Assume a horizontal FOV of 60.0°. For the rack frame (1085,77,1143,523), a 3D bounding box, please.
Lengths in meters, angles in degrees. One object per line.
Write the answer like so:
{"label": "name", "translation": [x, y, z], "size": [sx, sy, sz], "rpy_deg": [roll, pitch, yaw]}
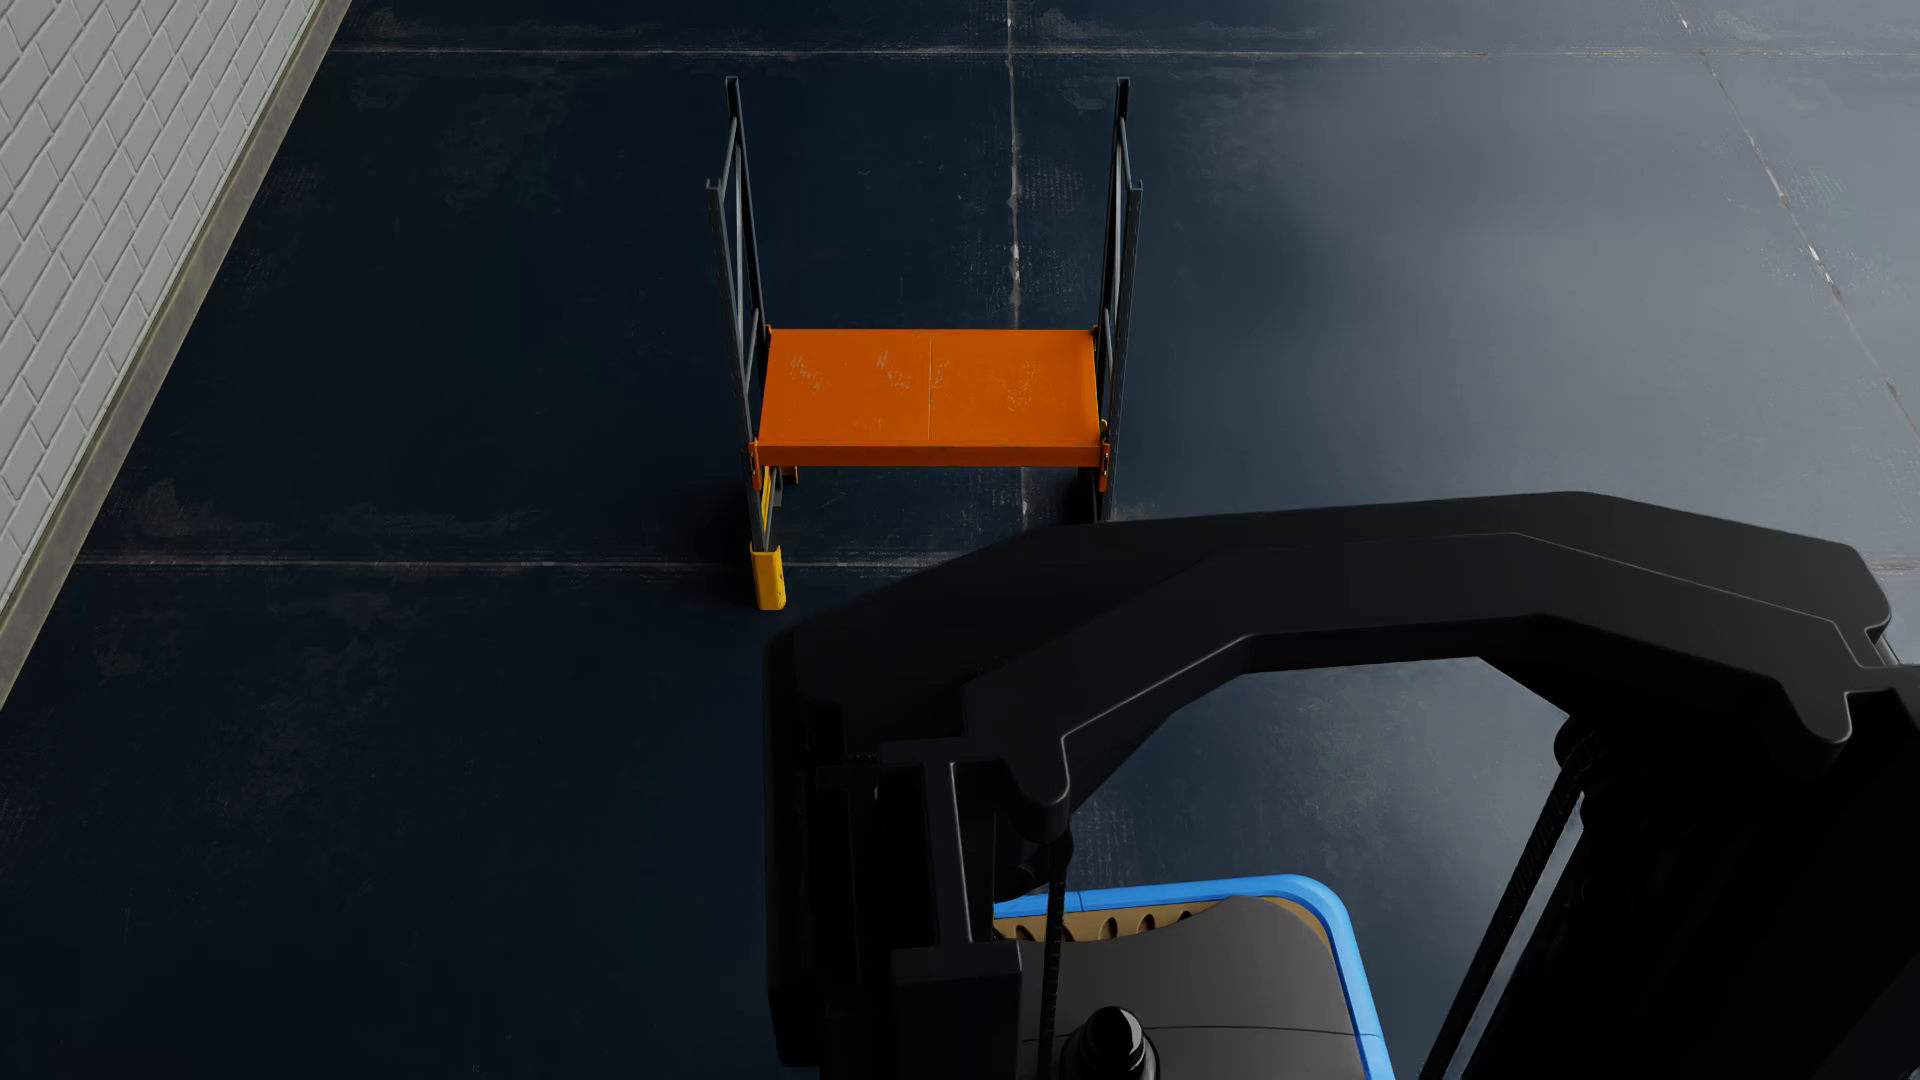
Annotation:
{"label": "rack frame", "translation": [0.423, -0.510, 4.700], "size": [0.032, 1.500, 0.500], "rpy_deg": [0, 47, 0]}

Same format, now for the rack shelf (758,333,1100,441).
{"label": "rack shelf", "translation": [-0.085, -0.434, 4.784], "size": [0.952, 0.026, 0.459], "rpy_deg": [0, 47, 0]}

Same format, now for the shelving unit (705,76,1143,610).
{"label": "shelving unit", "translation": [-0.076, -0.511, 4.701], "size": [1.083, 1.500, 0.587], "rpy_deg": [0, 47, 0]}

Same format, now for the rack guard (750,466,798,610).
{"label": "rack guard", "translation": [-0.574, -0.087, 5.160], "size": [0.087, 0.250, 0.587], "rpy_deg": [0, 47, 0]}

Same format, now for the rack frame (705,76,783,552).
{"label": "rack frame", "translation": [-0.594, -0.513, 4.703], "size": [0.032, 1.500, 0.500], "rpy_deg": [0, 47, 0]}

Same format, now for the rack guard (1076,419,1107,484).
{"label": "rack guard", "translation": [0.422, -0.084, 5.157], "size": [0.087, 0.250, 0.587], "rpy_deg": [0, 47, 0]}
